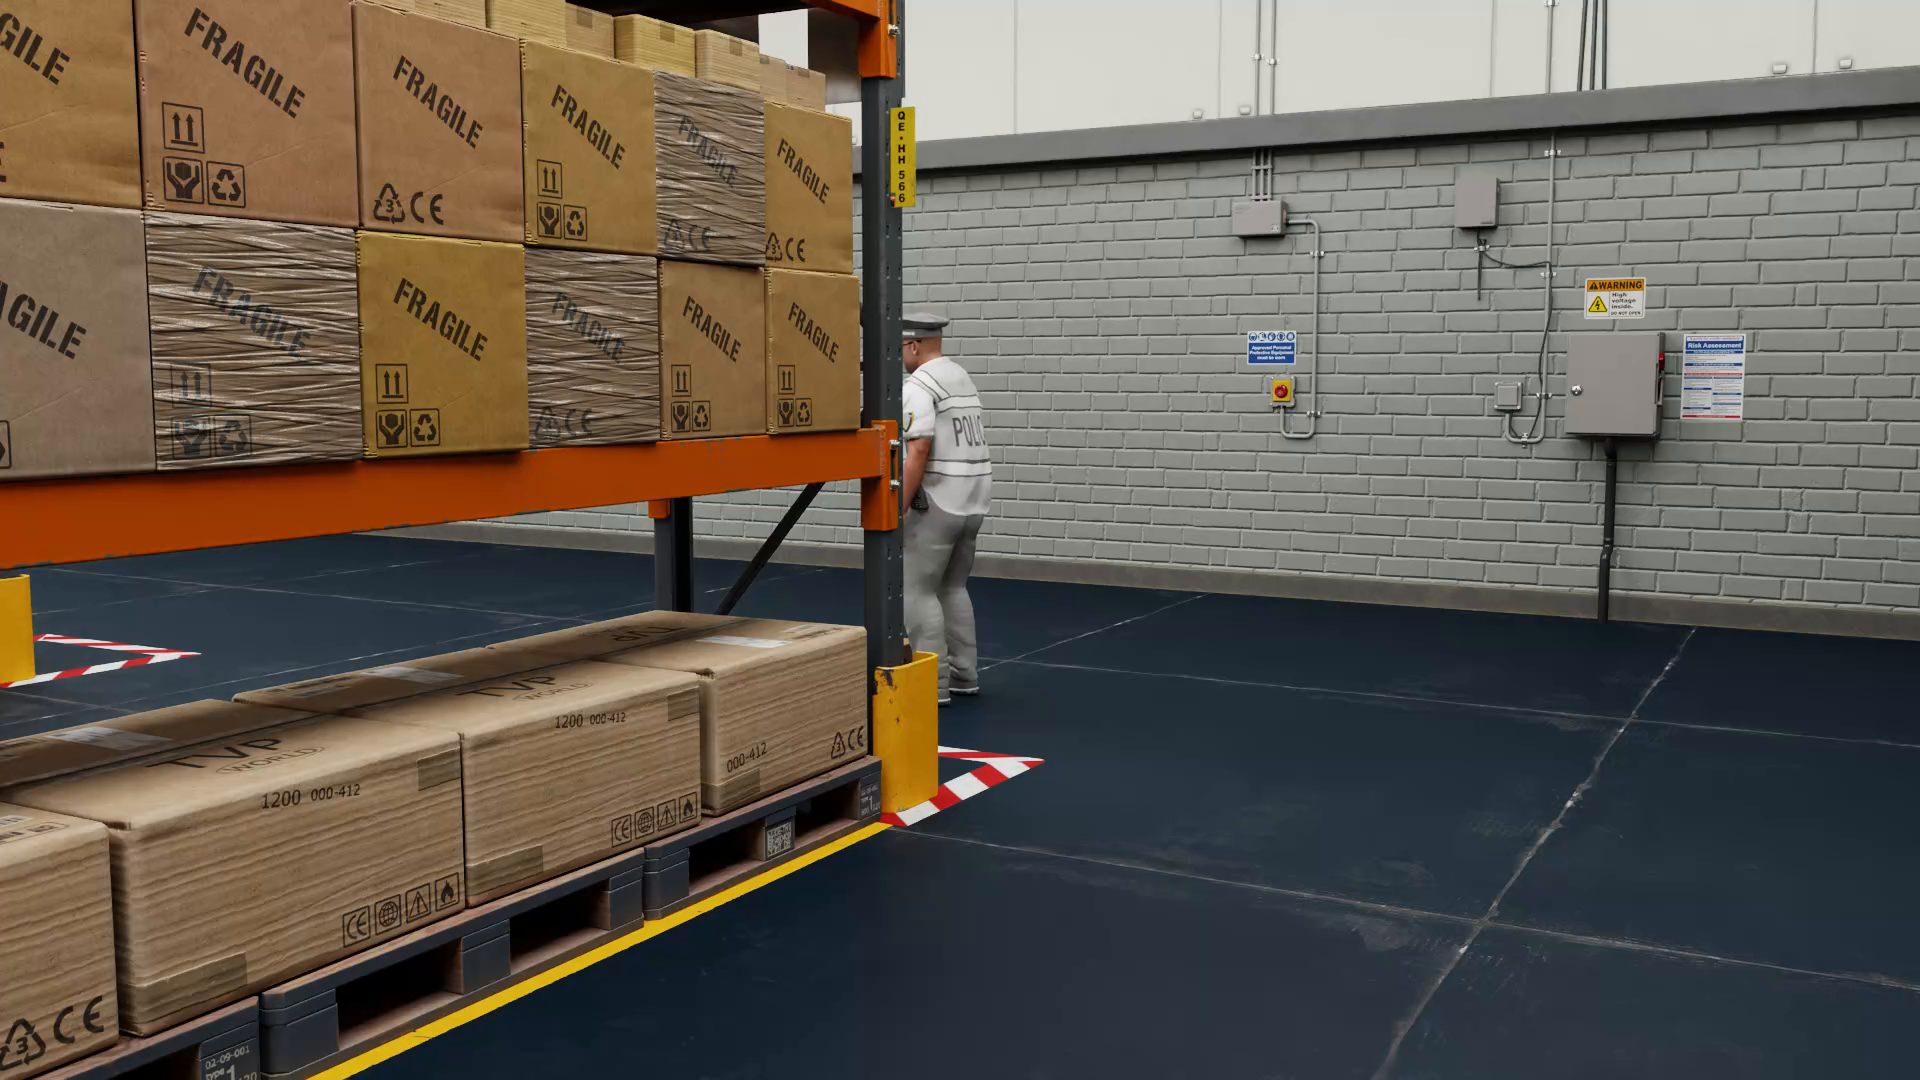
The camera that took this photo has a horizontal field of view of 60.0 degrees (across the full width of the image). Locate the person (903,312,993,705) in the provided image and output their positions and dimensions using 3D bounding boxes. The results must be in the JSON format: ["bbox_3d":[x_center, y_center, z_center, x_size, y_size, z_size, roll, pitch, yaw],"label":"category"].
[{"bbox_3d":[-0.095,-0.143,7.475,0.436,1.748,0.587,3,7,29],"label":"person"}]
